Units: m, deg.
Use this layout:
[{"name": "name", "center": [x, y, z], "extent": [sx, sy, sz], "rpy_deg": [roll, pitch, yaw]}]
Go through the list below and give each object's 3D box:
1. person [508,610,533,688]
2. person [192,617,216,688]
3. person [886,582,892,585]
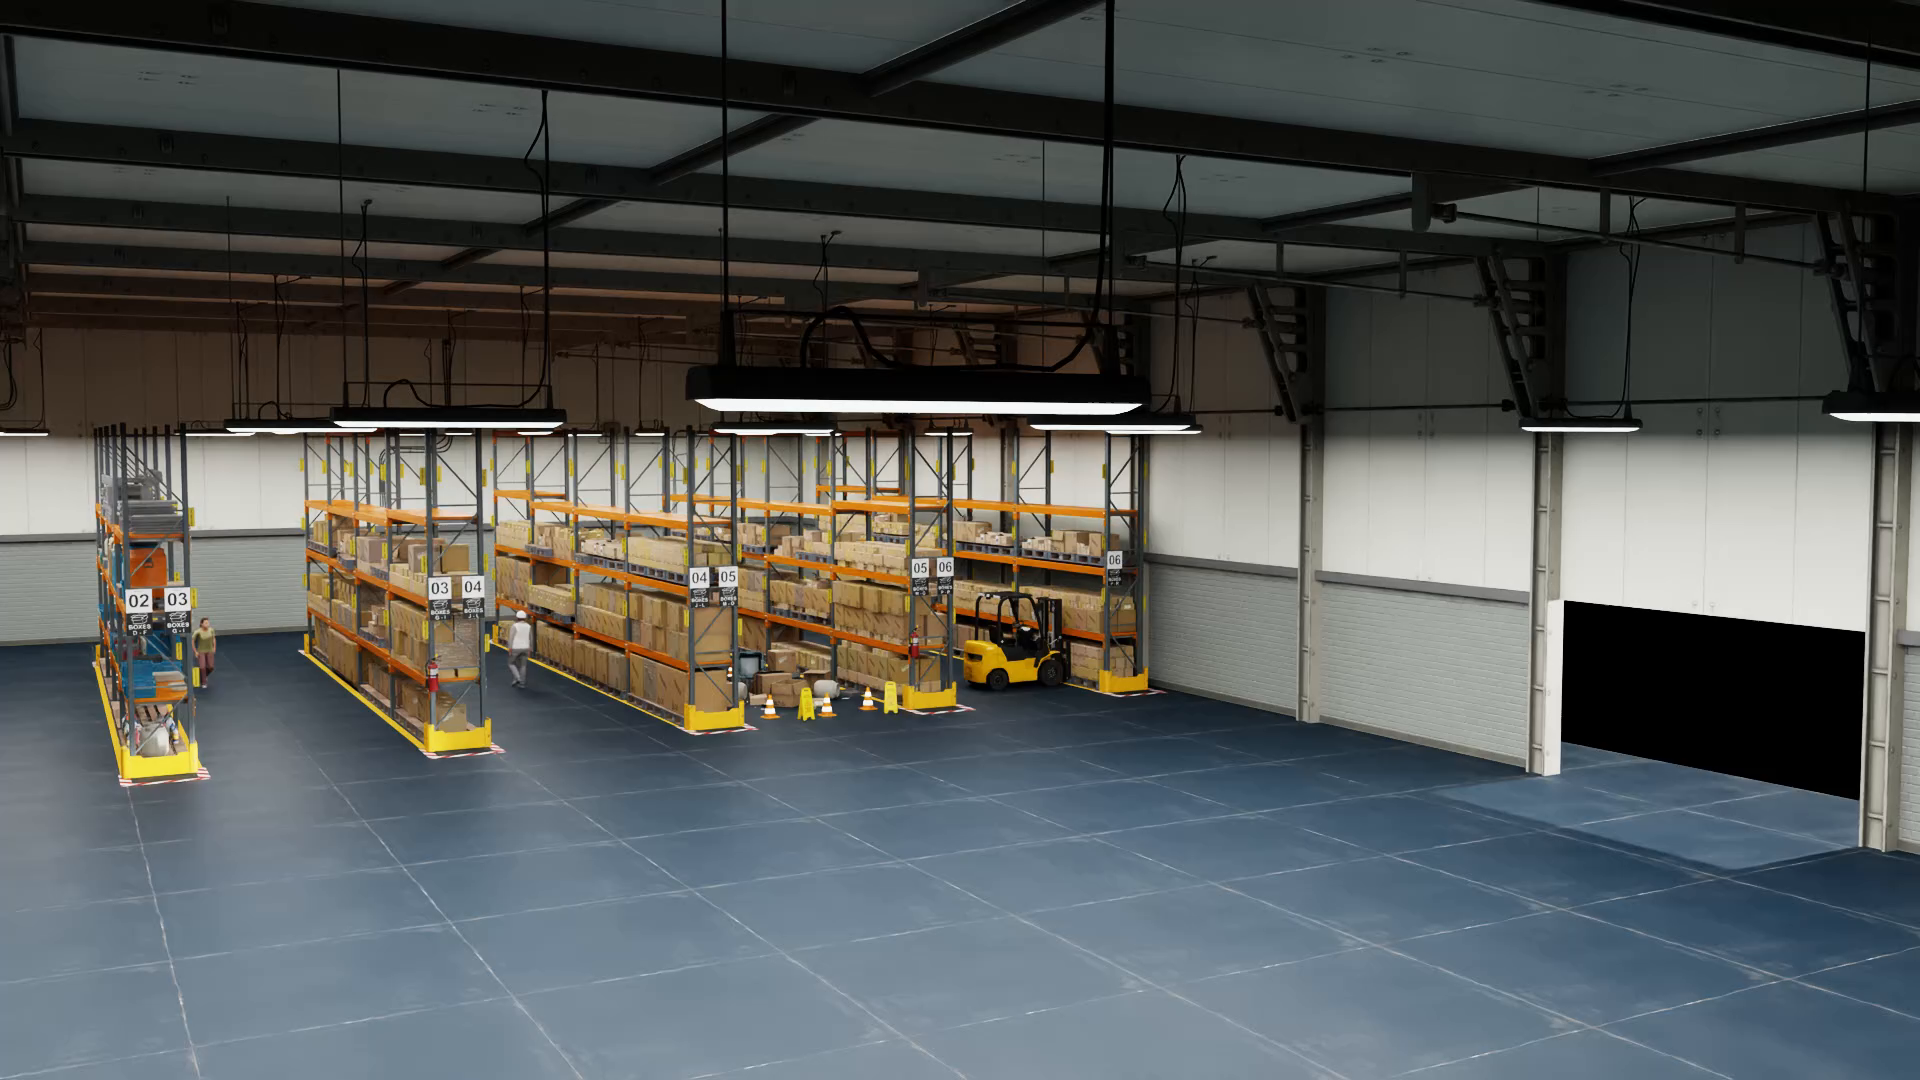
[{"name": "person", "center": [-10.114, 2.511, 38.272], "extent": [0.569, 1.770, 0.437], "rpy_deg": [-2, 4, -33]}, {"name": "person", "center": [-17.496, 2.590, 38.436], "extent": [0.538, 1.632, 0.563], "rpy_deg": [-3, 4, -36]}, {"name": "person", "center": [-1.902, 2.010, 43.591], "extent": [0.593, 1.788, 0.492], "rpy_deg": [-2, 4, -33]}]
